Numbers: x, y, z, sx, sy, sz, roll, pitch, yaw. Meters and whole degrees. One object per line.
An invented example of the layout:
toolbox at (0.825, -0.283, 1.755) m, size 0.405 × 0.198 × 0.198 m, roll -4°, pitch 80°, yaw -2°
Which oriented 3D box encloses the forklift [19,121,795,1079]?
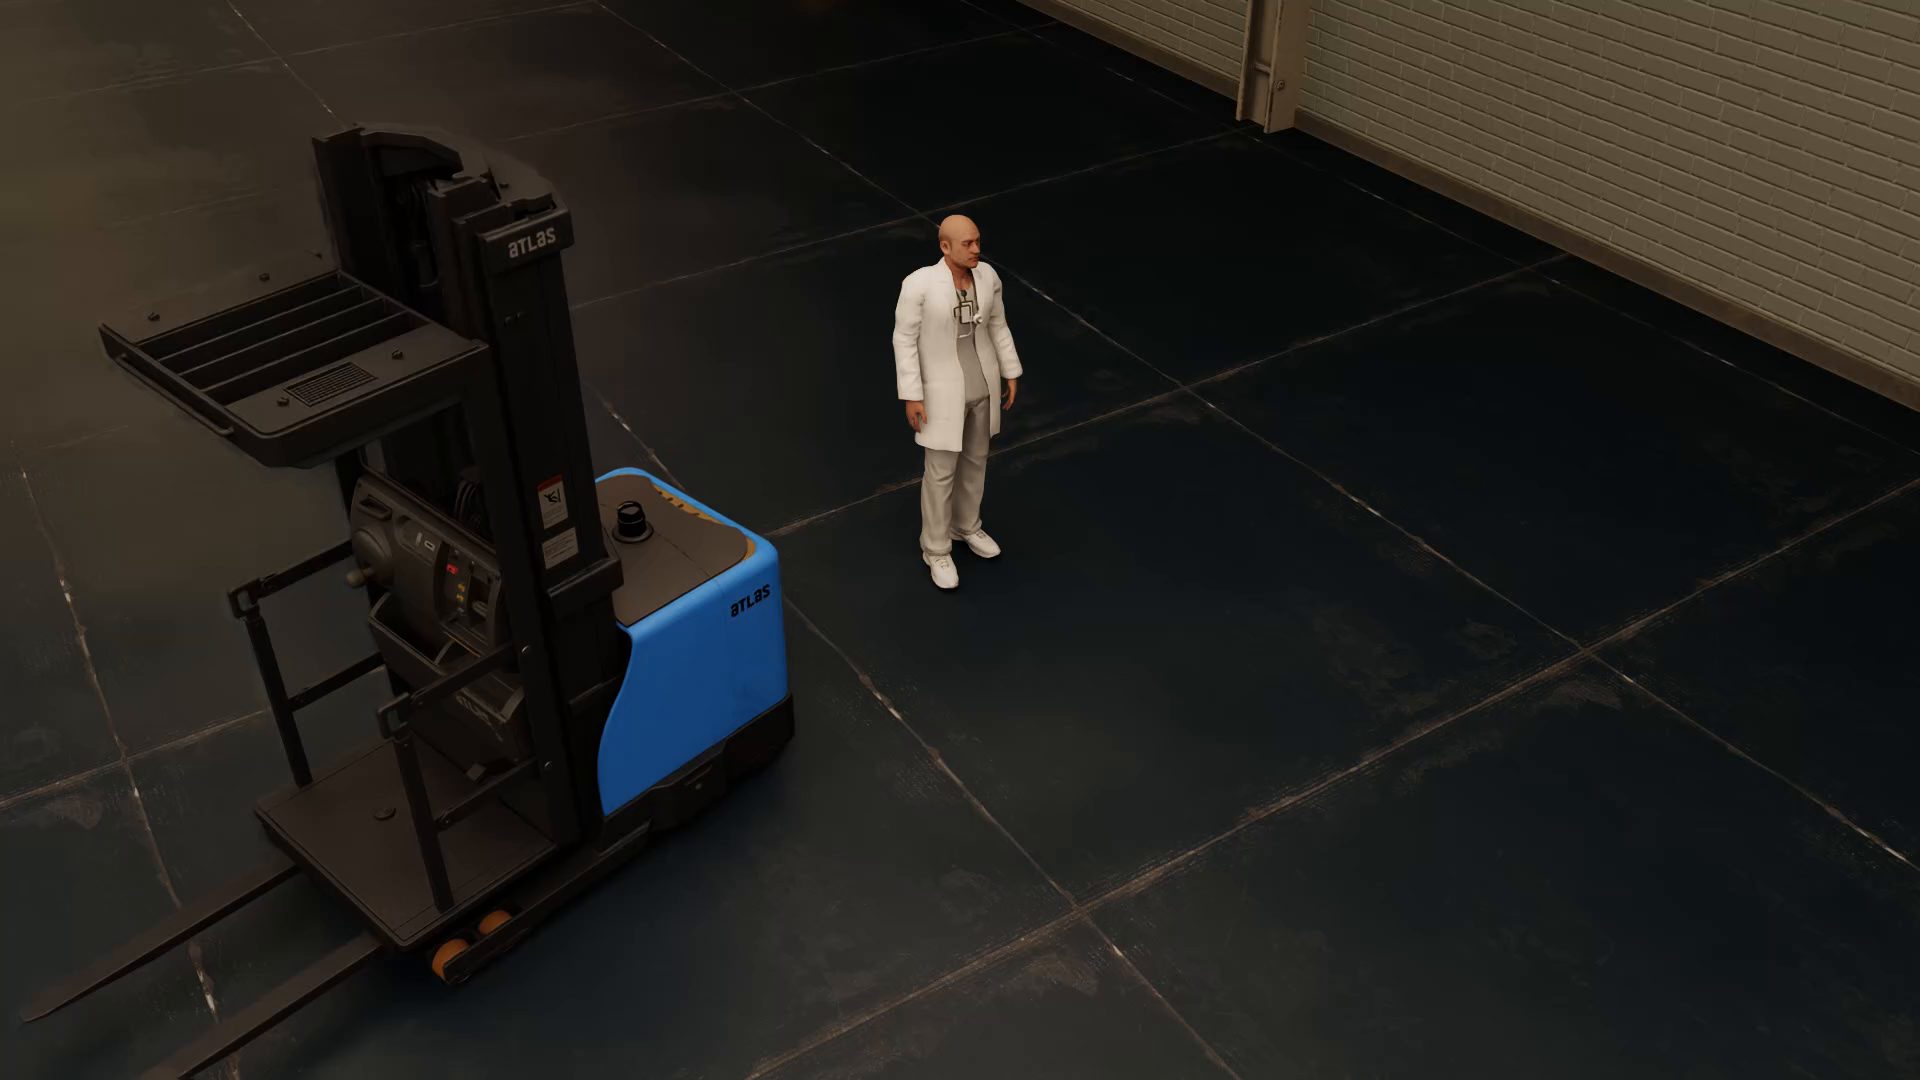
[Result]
forklift at (-2.089, 0.149, 5.936) m, size 1.130 × 2.935 × 3.031 m, roll 27°, pitch 43°, yaw 33°

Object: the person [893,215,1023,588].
person at (0.047, -0.688, 8.117) m, size 0.698 × 1.777 × 0.578 m, roll -21°, pitch 40°, yaw -27°
